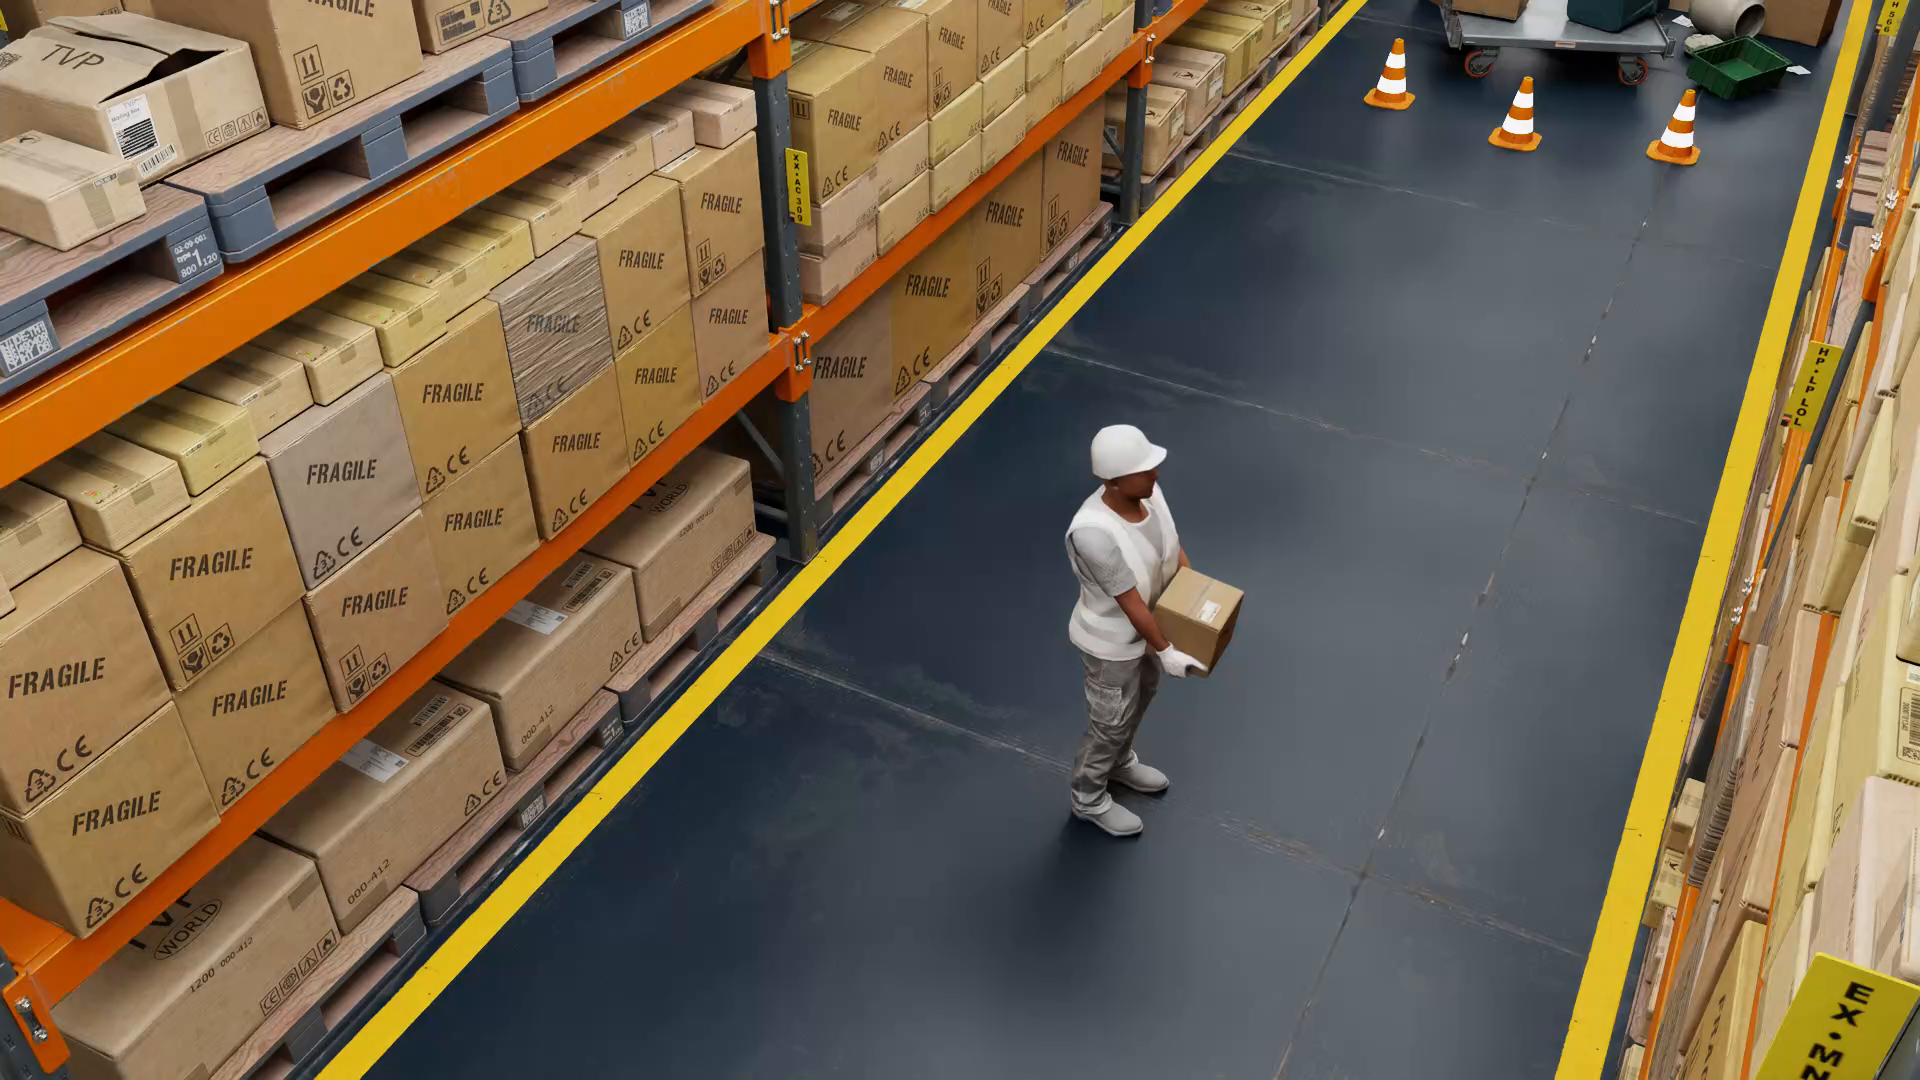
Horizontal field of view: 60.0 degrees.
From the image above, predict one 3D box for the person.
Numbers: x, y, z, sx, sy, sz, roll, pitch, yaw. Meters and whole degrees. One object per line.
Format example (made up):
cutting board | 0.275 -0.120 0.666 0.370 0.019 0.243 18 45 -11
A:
person | 0.707 0.367 6.262 0.584 1.778 0.487 18 41 22
